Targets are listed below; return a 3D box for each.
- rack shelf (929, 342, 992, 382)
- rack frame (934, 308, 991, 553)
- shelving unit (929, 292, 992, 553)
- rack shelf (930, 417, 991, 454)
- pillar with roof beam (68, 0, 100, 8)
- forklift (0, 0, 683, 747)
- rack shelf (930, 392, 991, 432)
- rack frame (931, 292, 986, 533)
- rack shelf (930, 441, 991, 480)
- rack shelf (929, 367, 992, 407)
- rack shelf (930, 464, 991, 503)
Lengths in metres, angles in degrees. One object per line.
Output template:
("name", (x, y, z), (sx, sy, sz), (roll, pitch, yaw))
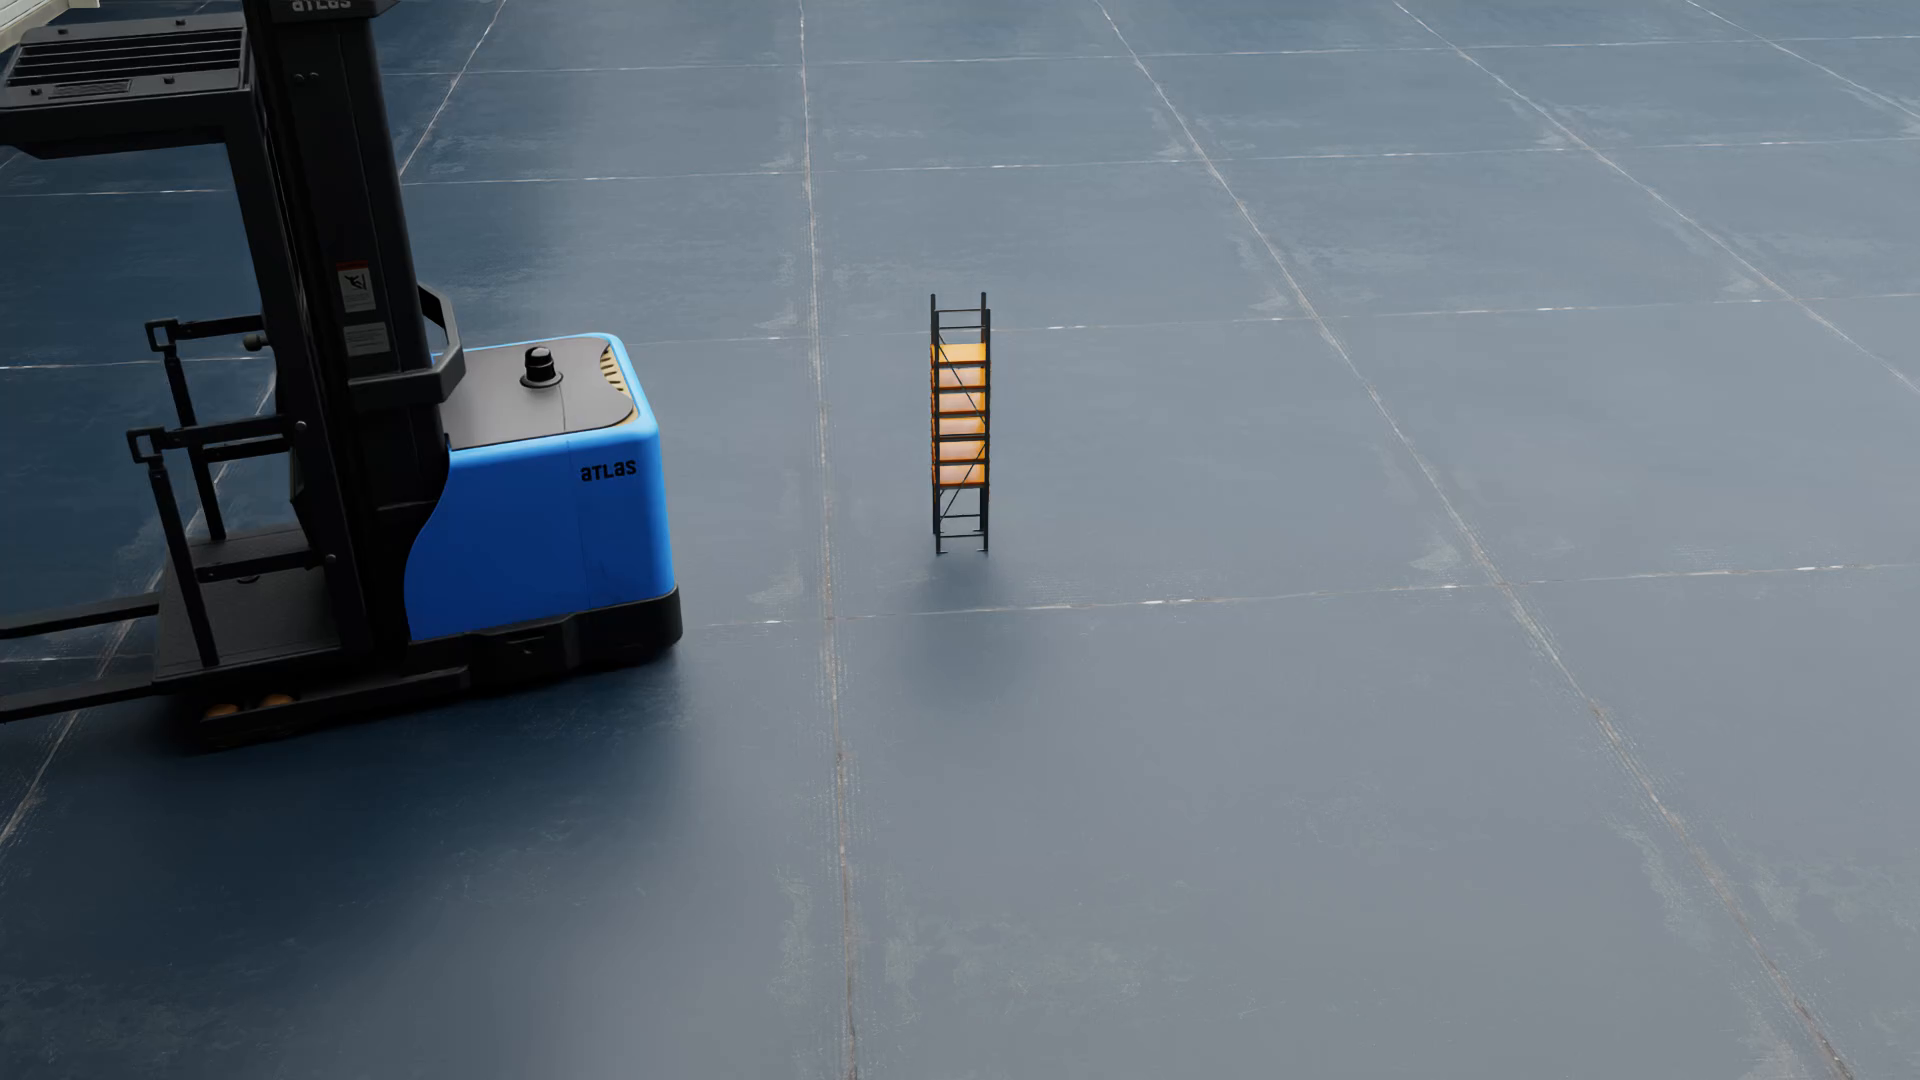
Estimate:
("rack shelf", (0.001, -0.779, 7.268), (0.258, 0.103, 0.180), (-3, 31, -5))
("rack frame", (0.010, -0.461, 7.352), (0.240, 1.200, 0.006), (-3, 31, -5))
("shelving unit", (0.001, -0.508, 7.430), (0.258, 1.200, 0.189), (-3, 31, -5))
("rack shelf", (0.001, -0.470, 7.453), (0.258, 0.103, 0.180), (-3, 31, -5))
("pillar with roof beam", (-4.545, -9.512, 14.900), (9.100, 9.000, 0.400), (-3, 31, -5))
("forklift", (-2.733, -0.765, 6.172), (3.031, 2.935, 1.130), (-10, 32, -17))
("rack shelf", (0.001, -0.573, 7.391), (0.258, 0.103, 0.180), (-3, 31, -5))
("rack frame", (-0.007, -0.554, 7.508), (0.240, 1.200, 0.006), (-3, 31, -5))
("rack shelf", (0.001, -0.367, 7.514), (0.258, 0.103, 0.180), (-3, 31, -5))
("rack shelf", (0.001, -0.676, 7.330), (0.258, 0.103, 0.180), (-3, 31, -5))
("rack shelf", (0.001, -0.264, 7.576), (0.258, 0.103, 0.180), (-3, 31, -5))
